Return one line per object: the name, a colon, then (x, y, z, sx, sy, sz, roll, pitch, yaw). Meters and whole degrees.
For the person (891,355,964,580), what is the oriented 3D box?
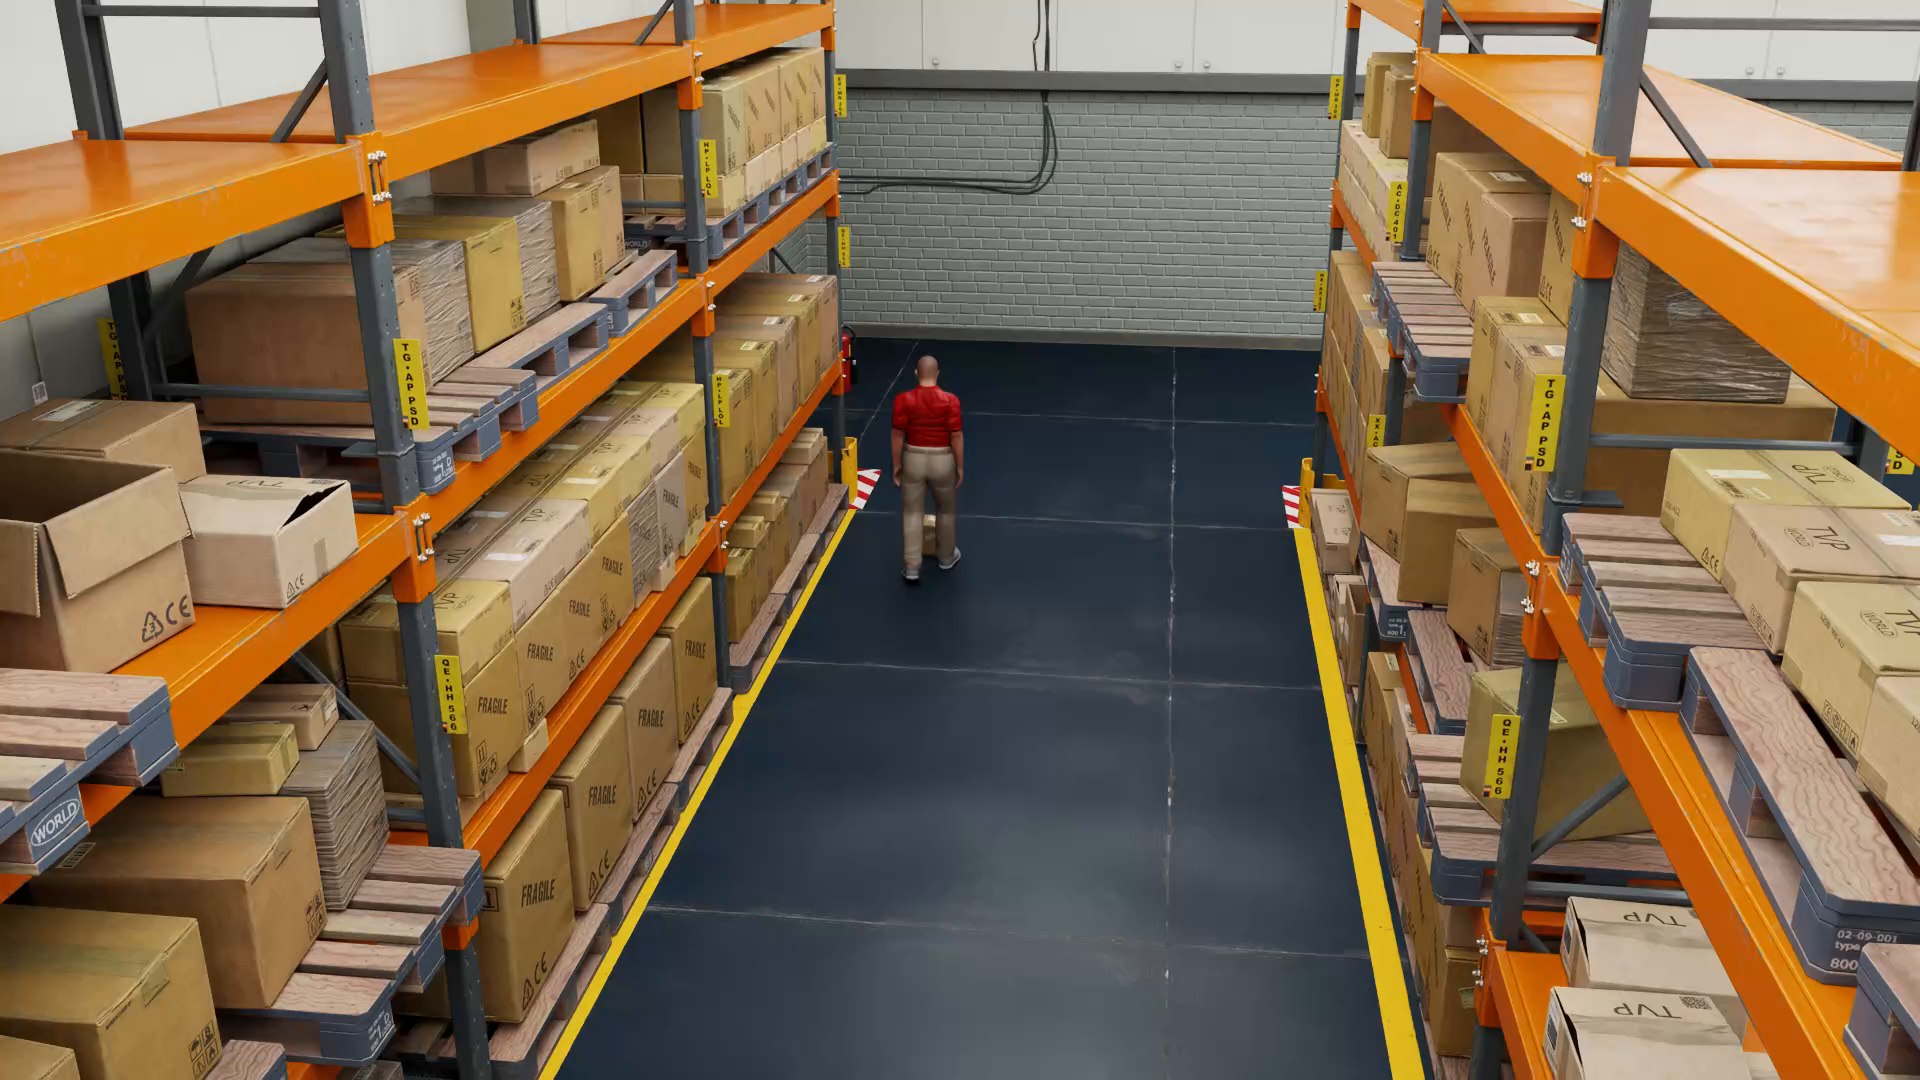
person: (-0.230, -0.569, 12.583, 0.550, 1.730, 0.653, 3, 21, 7)
